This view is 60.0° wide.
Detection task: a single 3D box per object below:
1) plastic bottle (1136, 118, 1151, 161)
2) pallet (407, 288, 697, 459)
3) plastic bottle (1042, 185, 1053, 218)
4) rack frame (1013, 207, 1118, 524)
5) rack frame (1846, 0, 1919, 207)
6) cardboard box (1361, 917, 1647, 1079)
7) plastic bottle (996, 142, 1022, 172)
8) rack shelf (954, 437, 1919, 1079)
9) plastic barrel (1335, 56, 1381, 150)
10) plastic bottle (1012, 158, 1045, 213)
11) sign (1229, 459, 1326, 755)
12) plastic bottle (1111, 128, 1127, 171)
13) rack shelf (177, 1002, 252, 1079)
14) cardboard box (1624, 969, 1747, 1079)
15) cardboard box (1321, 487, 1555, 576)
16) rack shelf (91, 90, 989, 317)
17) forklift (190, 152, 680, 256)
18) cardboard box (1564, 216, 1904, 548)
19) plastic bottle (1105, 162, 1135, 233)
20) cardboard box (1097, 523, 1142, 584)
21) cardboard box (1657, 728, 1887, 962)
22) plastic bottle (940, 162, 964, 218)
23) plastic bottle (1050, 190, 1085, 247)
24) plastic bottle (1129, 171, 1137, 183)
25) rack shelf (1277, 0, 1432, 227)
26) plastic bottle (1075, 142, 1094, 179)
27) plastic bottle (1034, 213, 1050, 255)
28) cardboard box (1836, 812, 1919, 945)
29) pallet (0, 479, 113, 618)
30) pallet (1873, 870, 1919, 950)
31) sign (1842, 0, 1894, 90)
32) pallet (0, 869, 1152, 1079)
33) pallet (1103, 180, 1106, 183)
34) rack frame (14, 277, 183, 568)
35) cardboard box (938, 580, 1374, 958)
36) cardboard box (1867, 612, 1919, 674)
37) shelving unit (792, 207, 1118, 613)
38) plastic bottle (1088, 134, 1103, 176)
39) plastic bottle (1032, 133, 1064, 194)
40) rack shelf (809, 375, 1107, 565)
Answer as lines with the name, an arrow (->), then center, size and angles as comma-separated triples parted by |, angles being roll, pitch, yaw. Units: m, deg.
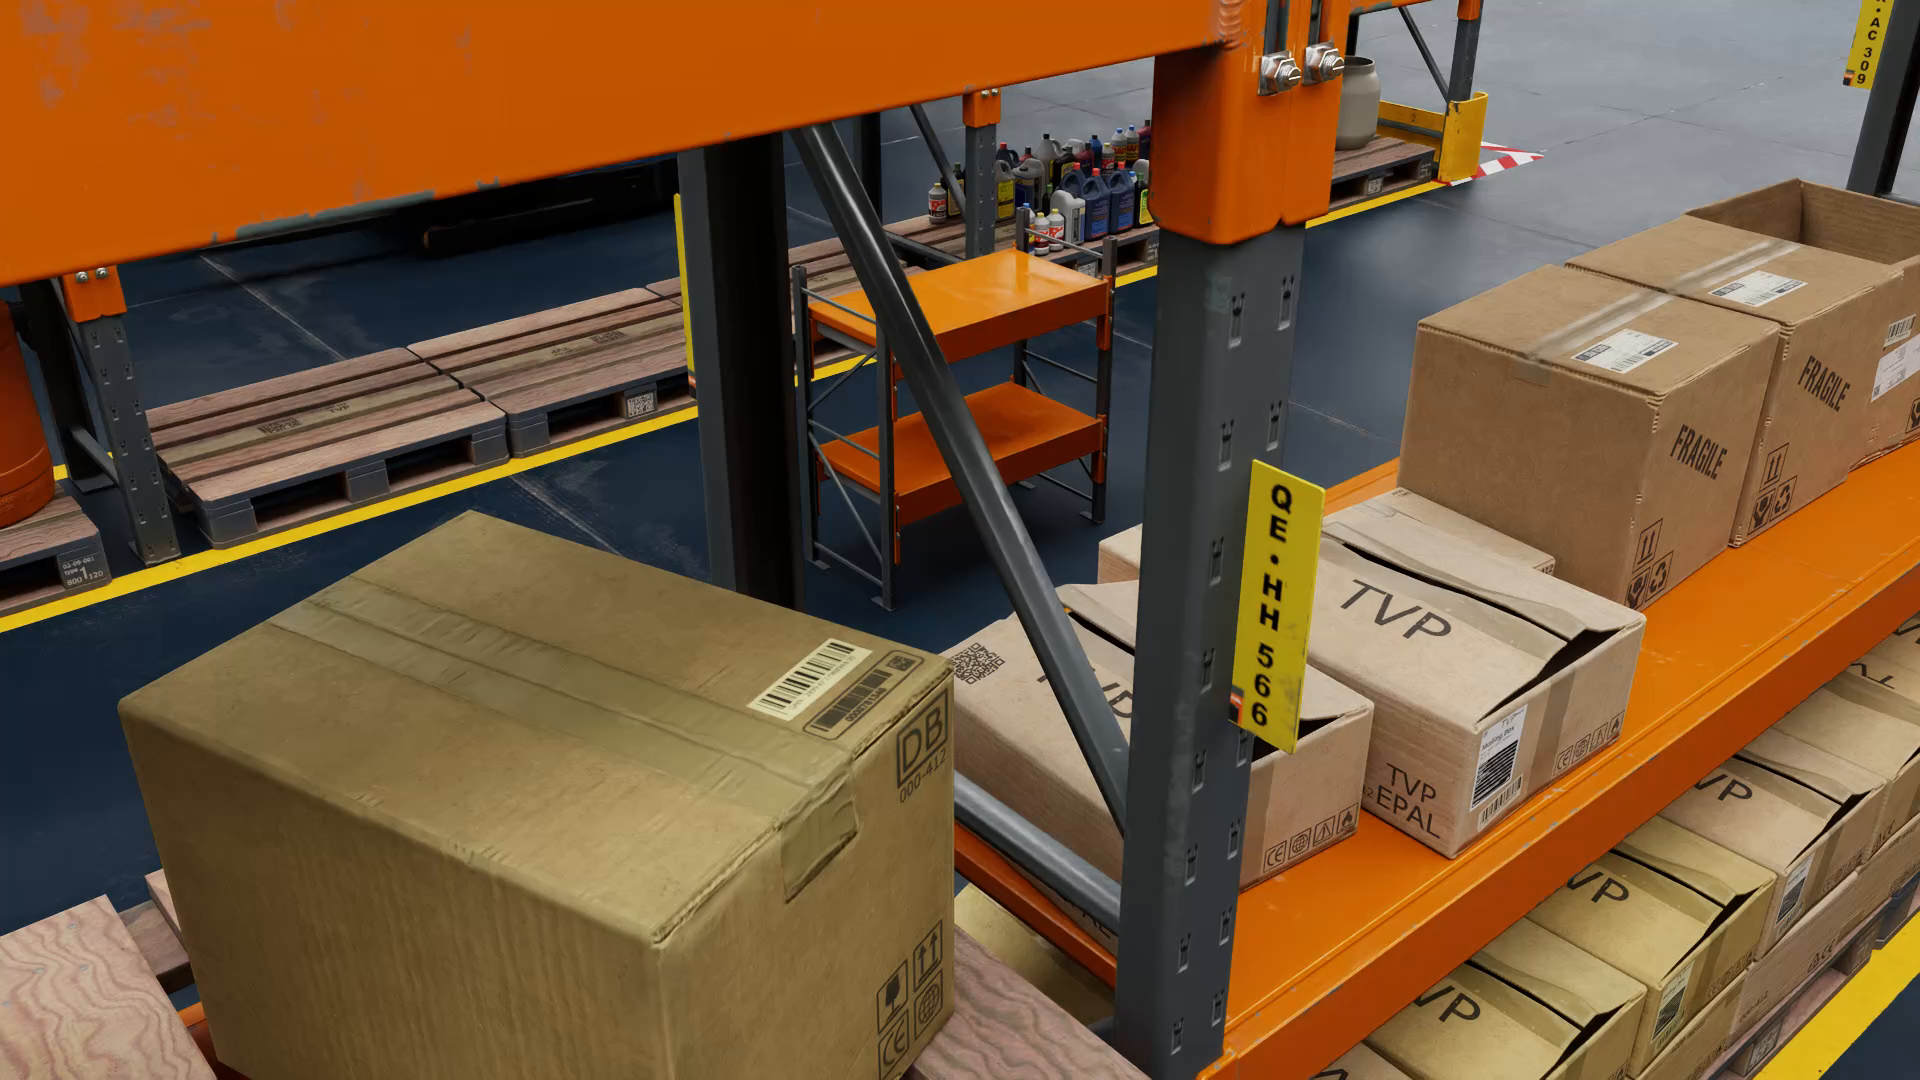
plastic bottle -> 1.083, -2.356, 9.890 | 0.133, 0.283, 0.061 | -21, 35, -34
pallet -> -1.695, -0.782, 7.490 | 1.213, 0.211, 1.003 | -22, 35, -35
plastic bottle -> 0.491, -1.725, 8.710 | 0.133, 0.283, 0.061 | -22, 35, -35
rack frame -> 0.382, -0.650, 6.272 | 0.032, 1.125, 0.500 | -22, 35, -35
rack frame -> 3.018, -0.864, 4.685 | 0.127, 3.000, 1.000 | -22, 35, -35
cardboard box -> 0.958, 0.921, 3.221 | 0.500, 0.311, 0.500 | -23, 36, -36
plastic bottle -> 0.255, -2.026, 9.203 | 0.185, 0.351, 0.144 | -24, 36, -37
rack shelf -> 1.496, 0.065, 3.709 | 4.000, 0.370, 1.077 | -22, 35, -35
plastic barrel -> 2.398, -2.724, 10.359 | 0.421, 0.512, 0.421 | 0, 28, 0
plastic bottle -> 0.370, -1.948, 9.135 | 0.135, 0.276, 0.152 | -22, 35, -35
sign -> 0.334, 0.075, 1.782 | 0.005, 0.325, 0.100 | -22, 35, -35
plastic bottle -> 0.930, -2.277, 9.757 | 0.097, 0.271, 0.097 | 0, 28, 0
rack shelf -> -1.547, 1.289, 1.420 | 4.000, 0.370, 1.077 | -22, 35, -35
cardboard box -> 1.337, 1.017, 3.637 | 0.500, 0.250, 0.500 | -23, 36, -36
cardboard box -> 0.908, 0.060, 3.222 | 0.250, 0.149, 0.380 | -19, 34, -31
rack shelf -> -1.716, -1.712, 7.035 | 4.000, 0.370, 1.077 | -22, 35, -35
forklift -> -2.945, -3.138, 9.013 | 3.031, 2.935, 1.130 | -20, 34, -32
cardboard box -> 1.641, -0.365, 3.644 | 0.500, 0.500, 0.500 | -22, 35, -35
plastic bottle -> 0.833, -1.823, 8.823 | 0.185, 0.351, 0.144 | -24, 36, -37
cardboard box -> 0.480, 0.096, 3.154 | 0.250, 0.149, 0.380 | -22, 35, -35
cardboard box -> 1.738, 0.608, 3.806 | 0.500, 0.311, 0.500 | -22, 35, -36
plastic bottle -> -0.042, -1.903, 9.044 | 0.133, 0.283, 0.061 | -20, 34, -33
plastic bottle -> 0.561, -1.683, 8.640 | 0.135, 0.276, 0.152 | -20, 34, -33
plastic bottle -> 0.920, -1.847, 8.951 | 0.097, 0.271, 0.097 | 0, 28, 0
rack shelf -> 1.496, -1.258, 3.002 | 4.000, 0.370, 1.077 | -22, 35, -35
plastic bottle -> 0.696, -2.106, 9.423 | 0.133, 0.283, 0.061 | -22, 35, -35
plastic bottle -> 0.410, -1.573, 8.513 | 0.097, 0.201, 0.097 | 0, 28, 0
cardboard box -> 2.116, 0.705, 4.220 | 0.500, 0.250, 0.500 | -21, 35, -34
pallet -> -3.810, 0.068, 5.899 | 1.213, 0.211, 1.003 | -22, 35, -35
pallet -> 2.483, 0.605, 4.894 | 1.213, 0.211, 1.003 | -22, 35, -35
sign -> 2.656, -1.480, 4.833 | 0.005, 0.325, 0.100 | -22, 35, -35
pallet -> -0.495, 0.677, 2.005 | 1.003, 0.211, 1.213 | -22, 35, -35
pallet -> 1.272, -1.977, 9.726 | 1.213, 0.211, 1.003 | -22, 35, -35
rack frame -> -3.237, -1.418, 5.721 | 0.127, 3.000, 1.000 | -22, 35, -35
cardboard box -> 0.280, 0.303, 2.595 | 0.500, 0.311, 0.500 | -19, 34, -32
cardboard box -> 2.504, 0.304, 4.375 | 0.500, 0.311, 0.500 | -21, 34, -34
shelving unit -> -0.005, -0.494, 5.981 | 1.048, 1.125, 0.538 | -22, 35, -35
plastic bottle -> 0.776, -2.216, 9.641 | 0.097, 0.271, 0.097 | 0, 28, 0
plastic bottle -> 0.500, -2.125, 9.388 | 0.185, 0.351, 0.144 | -22, 35, -35
rack shelf -> -0.005, -0.278, 6.096 | 1.000, 0.278, 0.538 | -22, 35, -35
